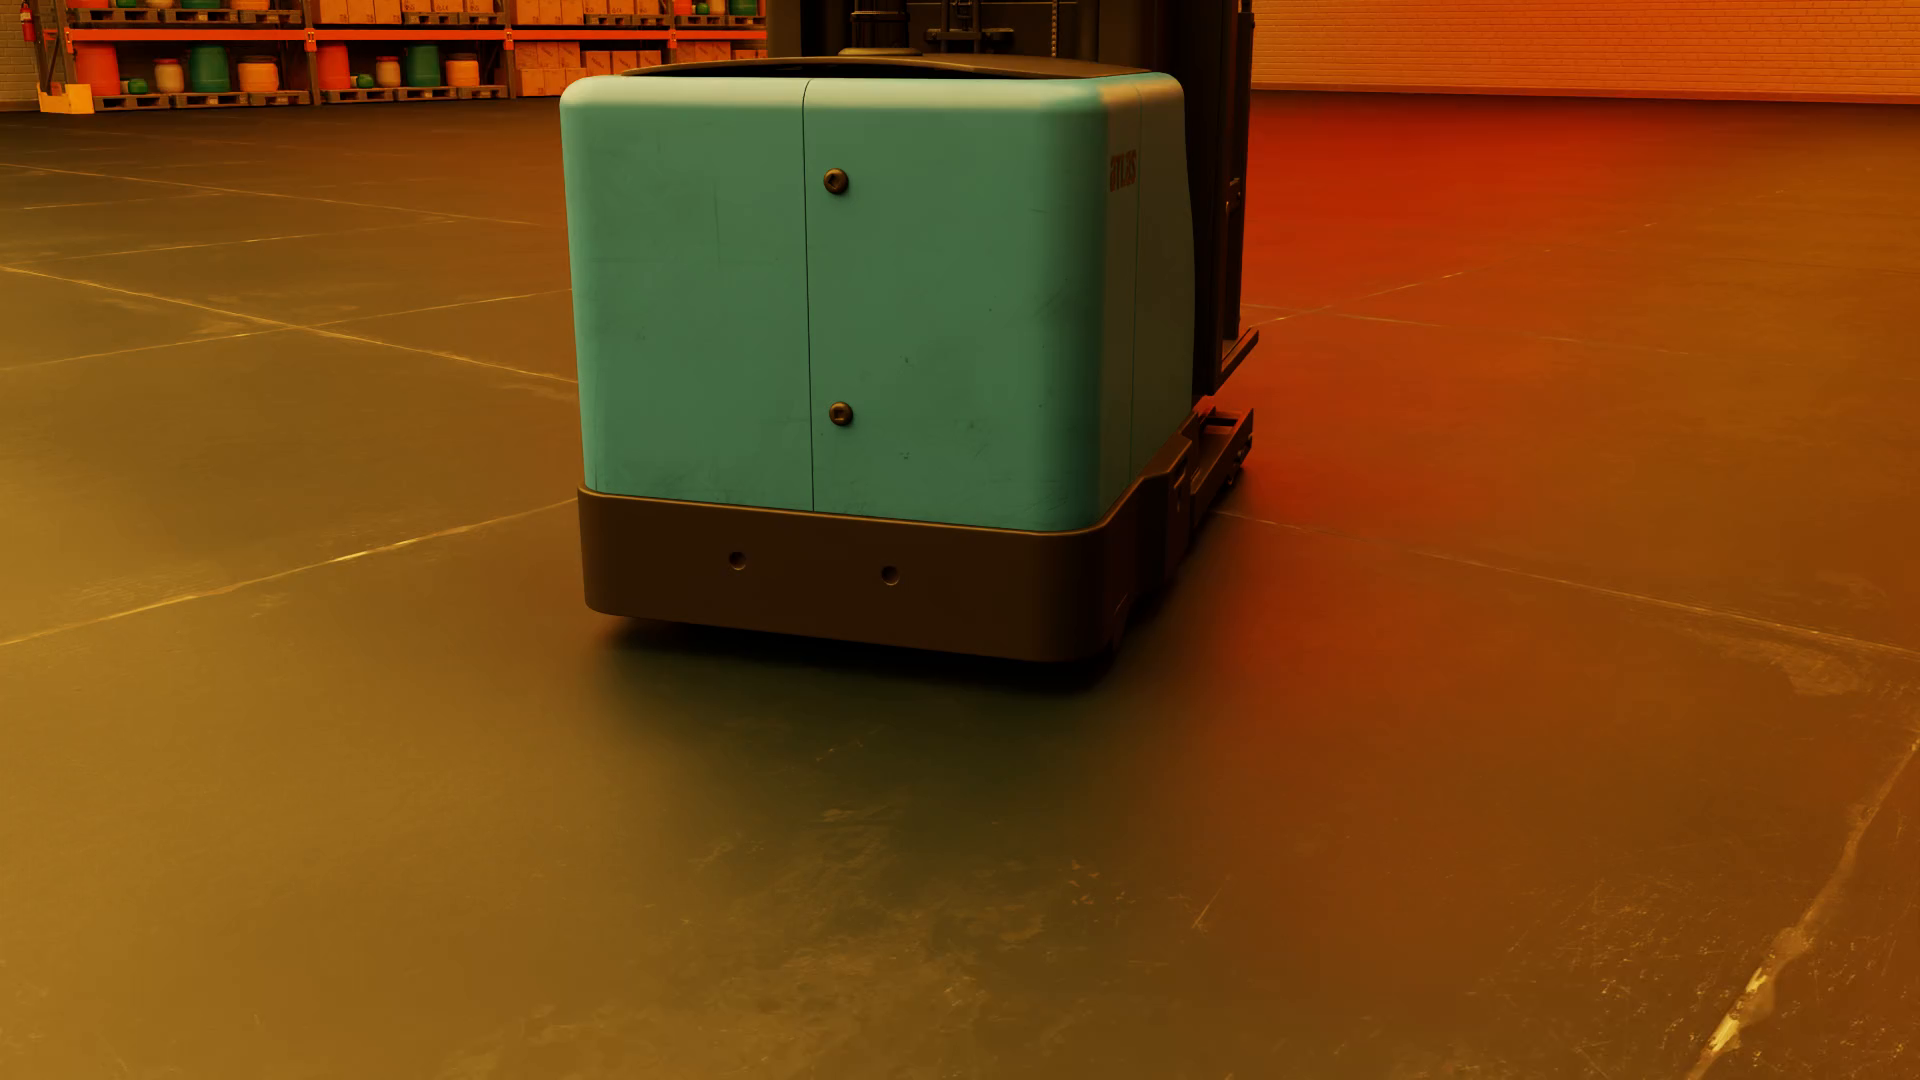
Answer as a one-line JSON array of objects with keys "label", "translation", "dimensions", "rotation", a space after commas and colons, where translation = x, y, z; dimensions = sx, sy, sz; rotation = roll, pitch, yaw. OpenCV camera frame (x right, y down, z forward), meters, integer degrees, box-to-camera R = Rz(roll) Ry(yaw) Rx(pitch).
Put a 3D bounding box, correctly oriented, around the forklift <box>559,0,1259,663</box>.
[{"label": "forklift", "translation": [0.182, -1.571, 4.072], "dimensions": [1.130, 2.935, 3.031], "rotation": [5, 18, 17]}]
